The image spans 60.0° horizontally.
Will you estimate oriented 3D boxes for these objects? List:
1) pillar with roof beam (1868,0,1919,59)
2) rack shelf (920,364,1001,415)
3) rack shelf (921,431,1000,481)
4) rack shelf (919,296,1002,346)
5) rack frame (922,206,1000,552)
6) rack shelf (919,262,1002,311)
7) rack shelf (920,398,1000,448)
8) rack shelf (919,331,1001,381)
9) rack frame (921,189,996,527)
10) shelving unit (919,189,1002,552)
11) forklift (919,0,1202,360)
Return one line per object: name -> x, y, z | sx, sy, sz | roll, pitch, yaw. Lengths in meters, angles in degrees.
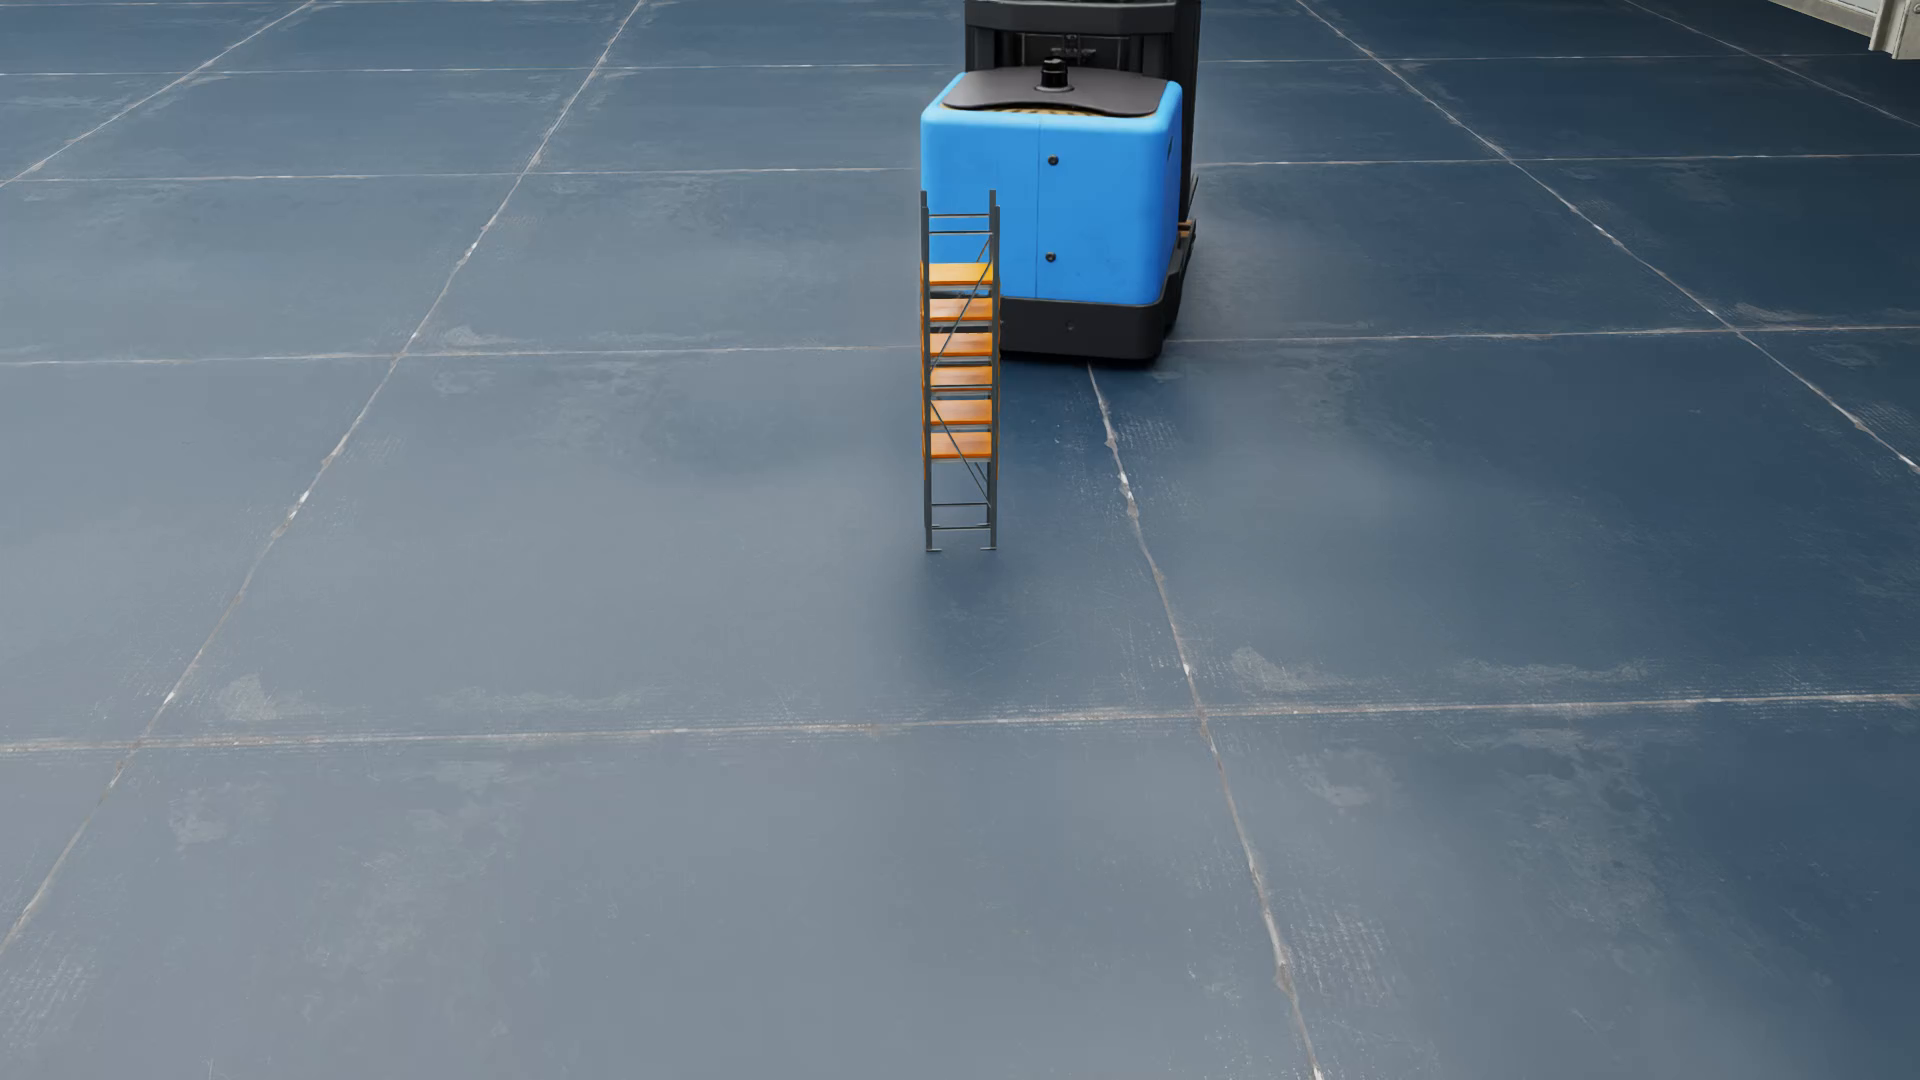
pillar with roof beam -> 3.102, -7.712, 10.805 | 9.100, 9.000, 0.400 | -1, 28, -3
rack shelf -> -0.001, -0.499, 5.506 | 0.258, 0.103, 0.180 | -1, 28, -3
rack shelf -> -0.001, -0.286, 5.617 | 0.258, 0.103, 0.180 | -1, 28, -3
rack shelf -> -0.001, -0.712, 5.395 | 0.258, 0.103, 0.180 | -1, 28, -3
rack frame -> 0.004, -0.496, 5.404 | 0.240, 1.200, 0.006 | -1, 28, -3
rack shelf -> -0.001, -0.818, 5.339 | 0.258, 0.103, 0.180 | -1, 28, -3
rack shelf -> -0.001, -0.393, 5.561 | 0.258, 0.103, 0.180 | -1, 28, -3
rack shelf -> -0.001, -0.606, 5.450 | 0.258, 0.103, 0.180 | -1, 28, -3
rack frame -> -0.006, -0.581, 5.566 | 0.240, 1.200, 0.006 | -1, 28, -3
shelving unit -> -0.001, -0.539, 5.485 | 0.258, 1.200, 0.189 | -1, 28, -3
forklift -> 0.614, -2.727, 7.809 | 1.130, 2.935, 3.031 | 5, 28, 10
